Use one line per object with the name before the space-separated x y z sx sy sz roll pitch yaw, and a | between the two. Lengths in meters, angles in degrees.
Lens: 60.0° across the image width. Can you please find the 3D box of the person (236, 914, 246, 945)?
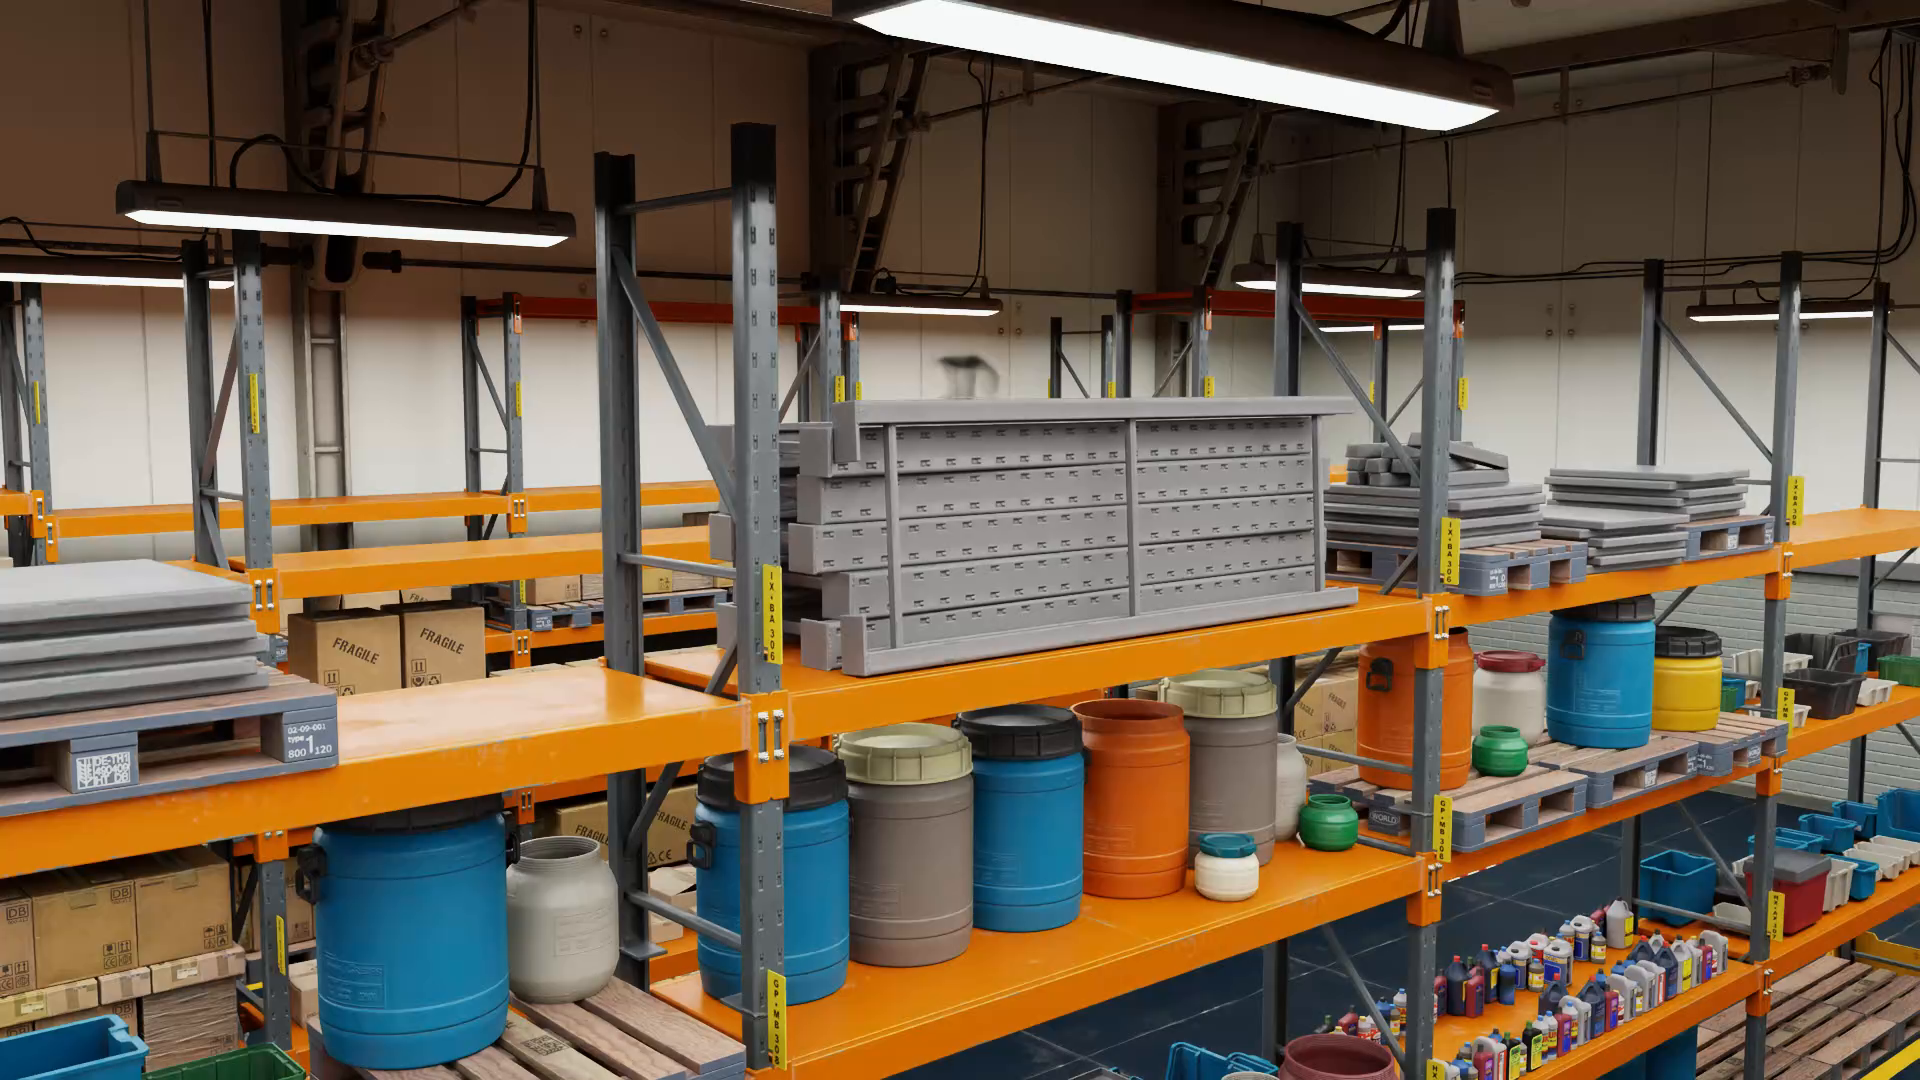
person | -5.663 3.209 12.390 0.538 1.566 0.576 4 6 33
